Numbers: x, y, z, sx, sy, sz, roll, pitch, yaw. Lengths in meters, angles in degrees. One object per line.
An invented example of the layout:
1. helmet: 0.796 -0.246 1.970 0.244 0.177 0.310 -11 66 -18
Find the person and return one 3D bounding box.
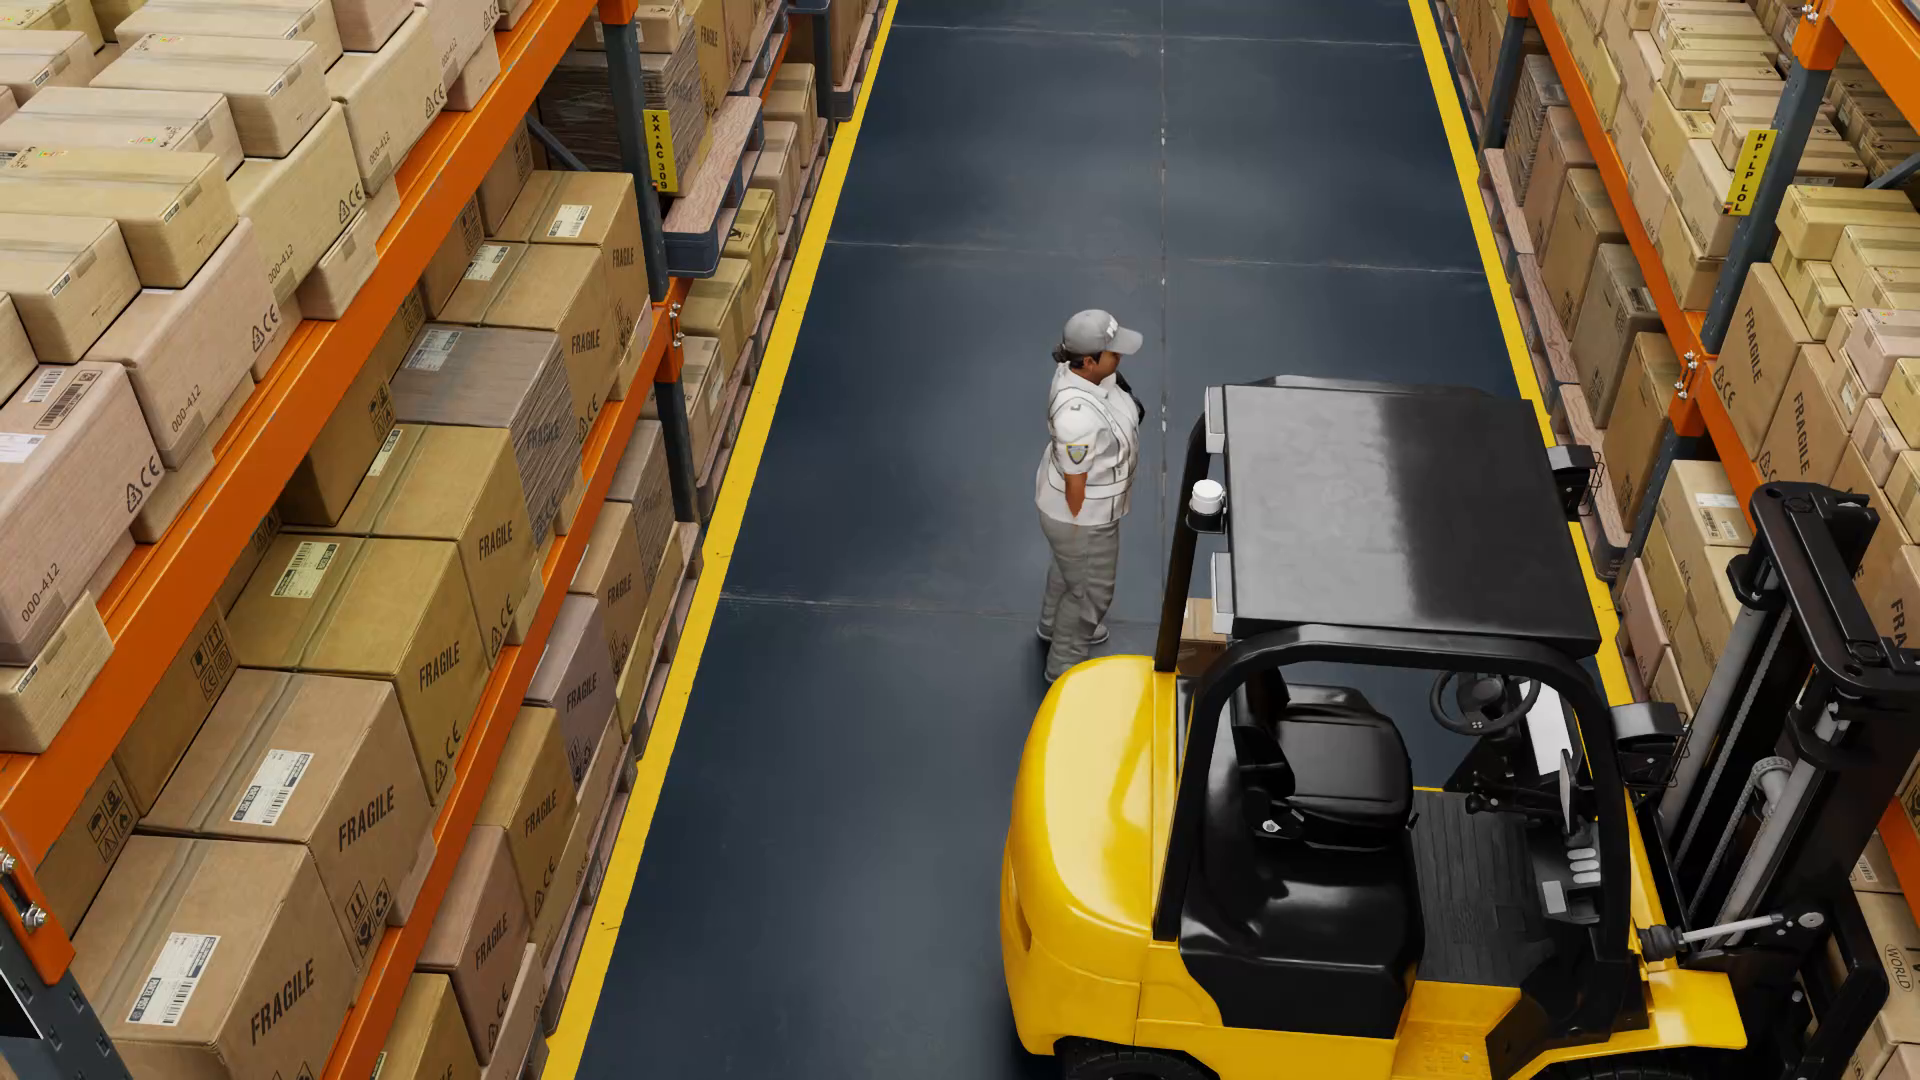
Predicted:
1. person: 0.483 -0.156 6.347 0.393 1.662 0.466 4 40 5
